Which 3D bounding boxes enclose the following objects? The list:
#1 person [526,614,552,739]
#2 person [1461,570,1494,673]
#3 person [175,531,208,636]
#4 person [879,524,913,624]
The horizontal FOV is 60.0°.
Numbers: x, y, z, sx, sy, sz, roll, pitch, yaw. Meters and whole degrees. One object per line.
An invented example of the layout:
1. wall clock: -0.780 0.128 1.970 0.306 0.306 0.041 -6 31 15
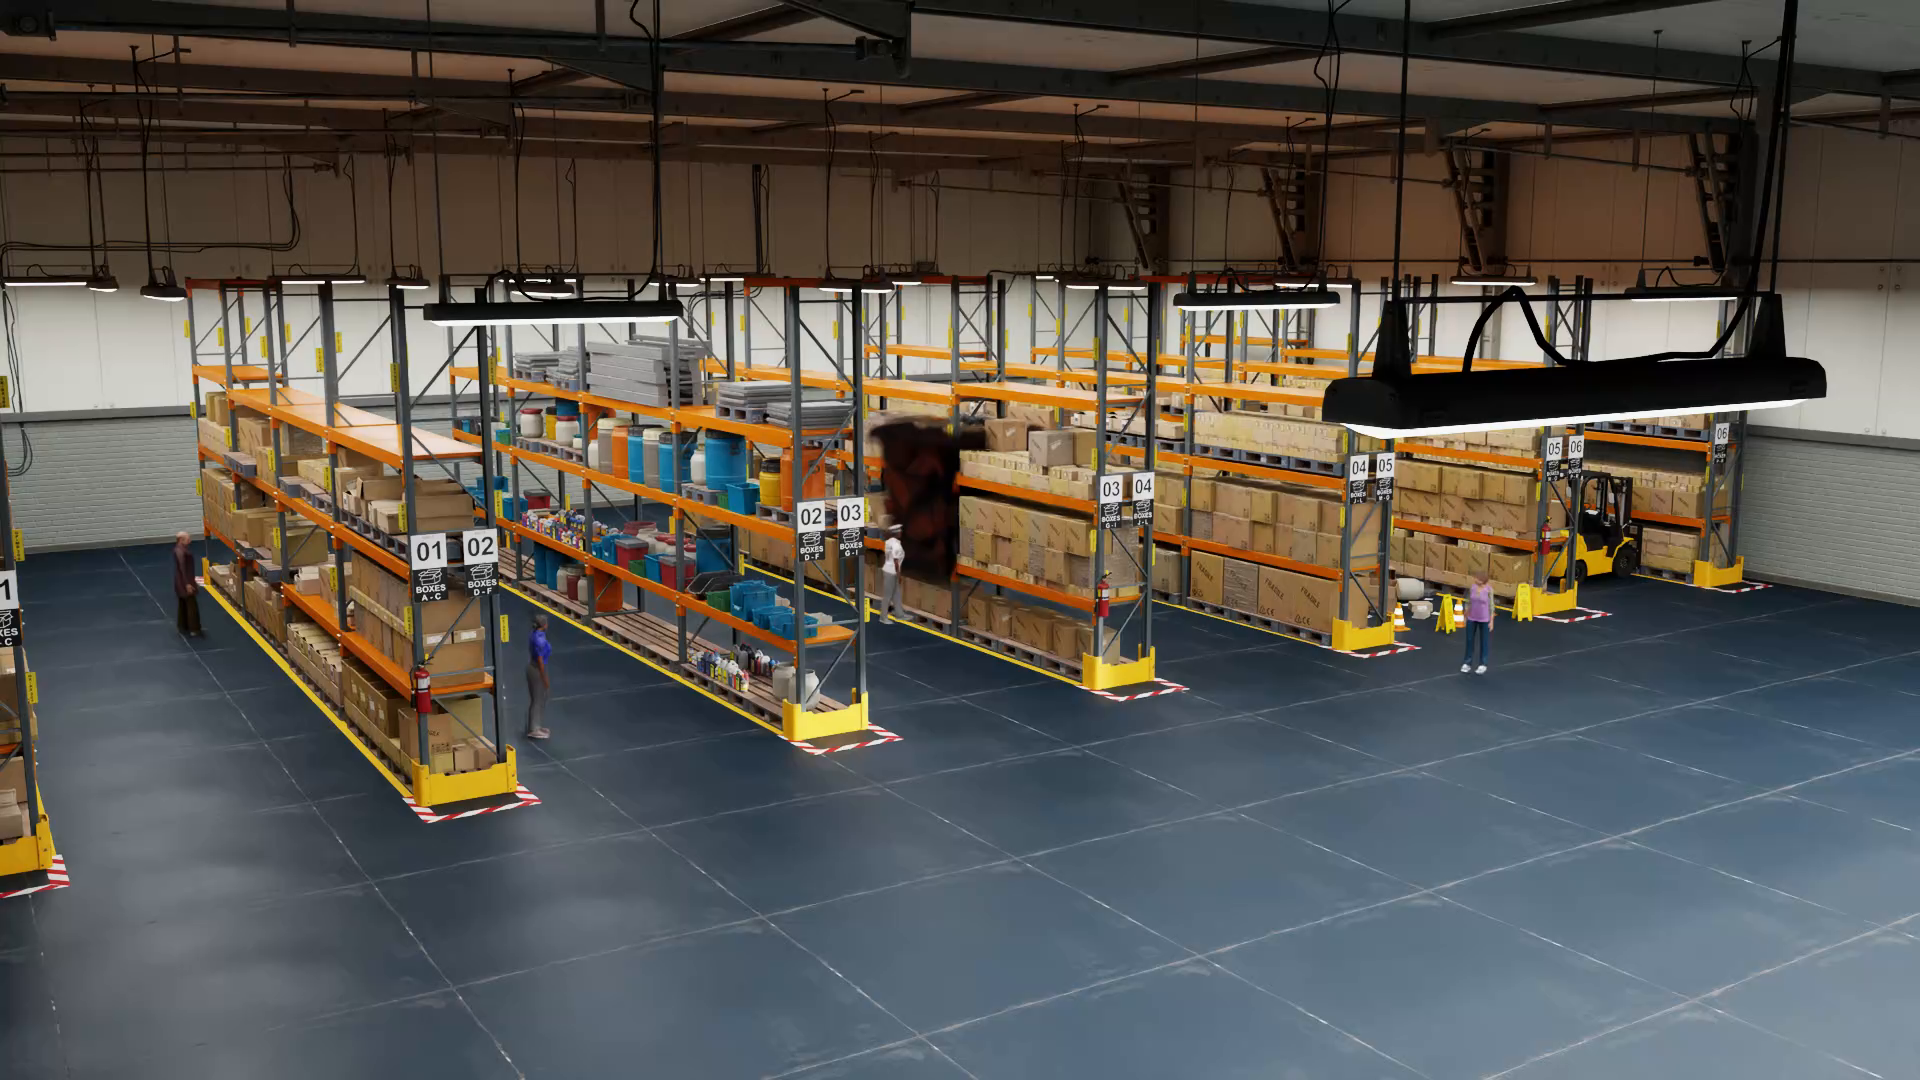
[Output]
1. person: -5.648 1.812 22.289 0.375 1.673 0.466 -2 10 -10
2. person: 7.997 1.252 25.687 0.474 1.600 0.376 5 11 29
3. person: -13.111 0.726 28.301 0.446 1.774 0.642 -7 12 -37
4. person: -1.078 0.565 27.899 0.569 1.663 0.489 0 10 -1
